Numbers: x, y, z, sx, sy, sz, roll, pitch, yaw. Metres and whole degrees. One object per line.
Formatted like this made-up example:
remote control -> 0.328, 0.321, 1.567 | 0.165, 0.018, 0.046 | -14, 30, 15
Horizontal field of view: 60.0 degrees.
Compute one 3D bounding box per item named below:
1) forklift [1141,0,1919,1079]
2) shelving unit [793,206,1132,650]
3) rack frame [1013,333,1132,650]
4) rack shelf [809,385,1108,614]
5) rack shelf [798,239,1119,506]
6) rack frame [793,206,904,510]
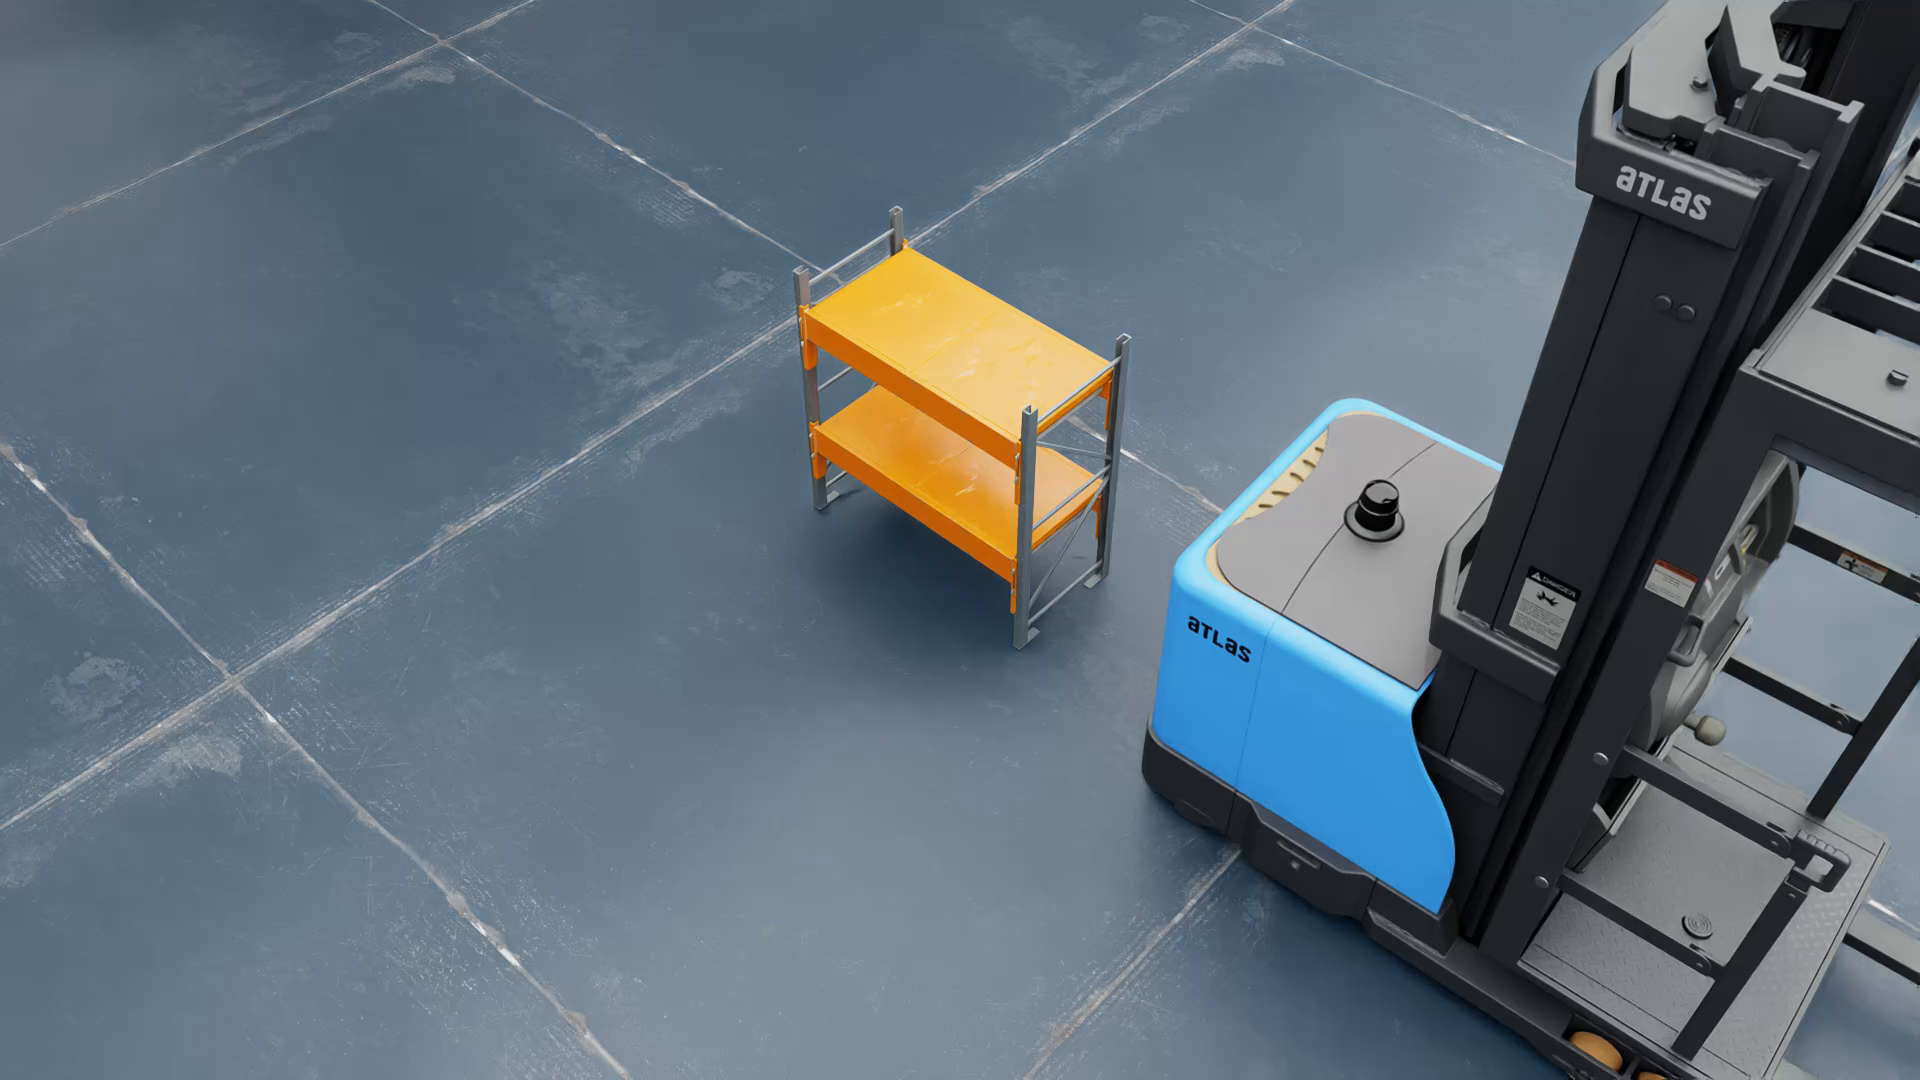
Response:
forklift -> 2.053, 0.215, 4.037 | 3.031, 2.935, 1.130 | 31, 54, 26
shelving unit -> -0.005, -0.388, 5.843 | 1.048, 1.125, 0.538 | 34, 55, 28
rack frame -> 0.369, -0.137, 5.607 | 0.032, 1.125, 0.500 | 34, 55, 28
rack shelf -> -0.005, -0.221, 6.021 | 1.000, 0.278, 0.538 | 34, 55, 28
rack shelf -> -0.005, -0.589, 5.630 | 1.000, 0.278, 0.538 | 34, 55, 28
rack frame -> -0.379, -0.640, 6.079 | 0.032, 1.125, 0.500 | 34, 55, 28
